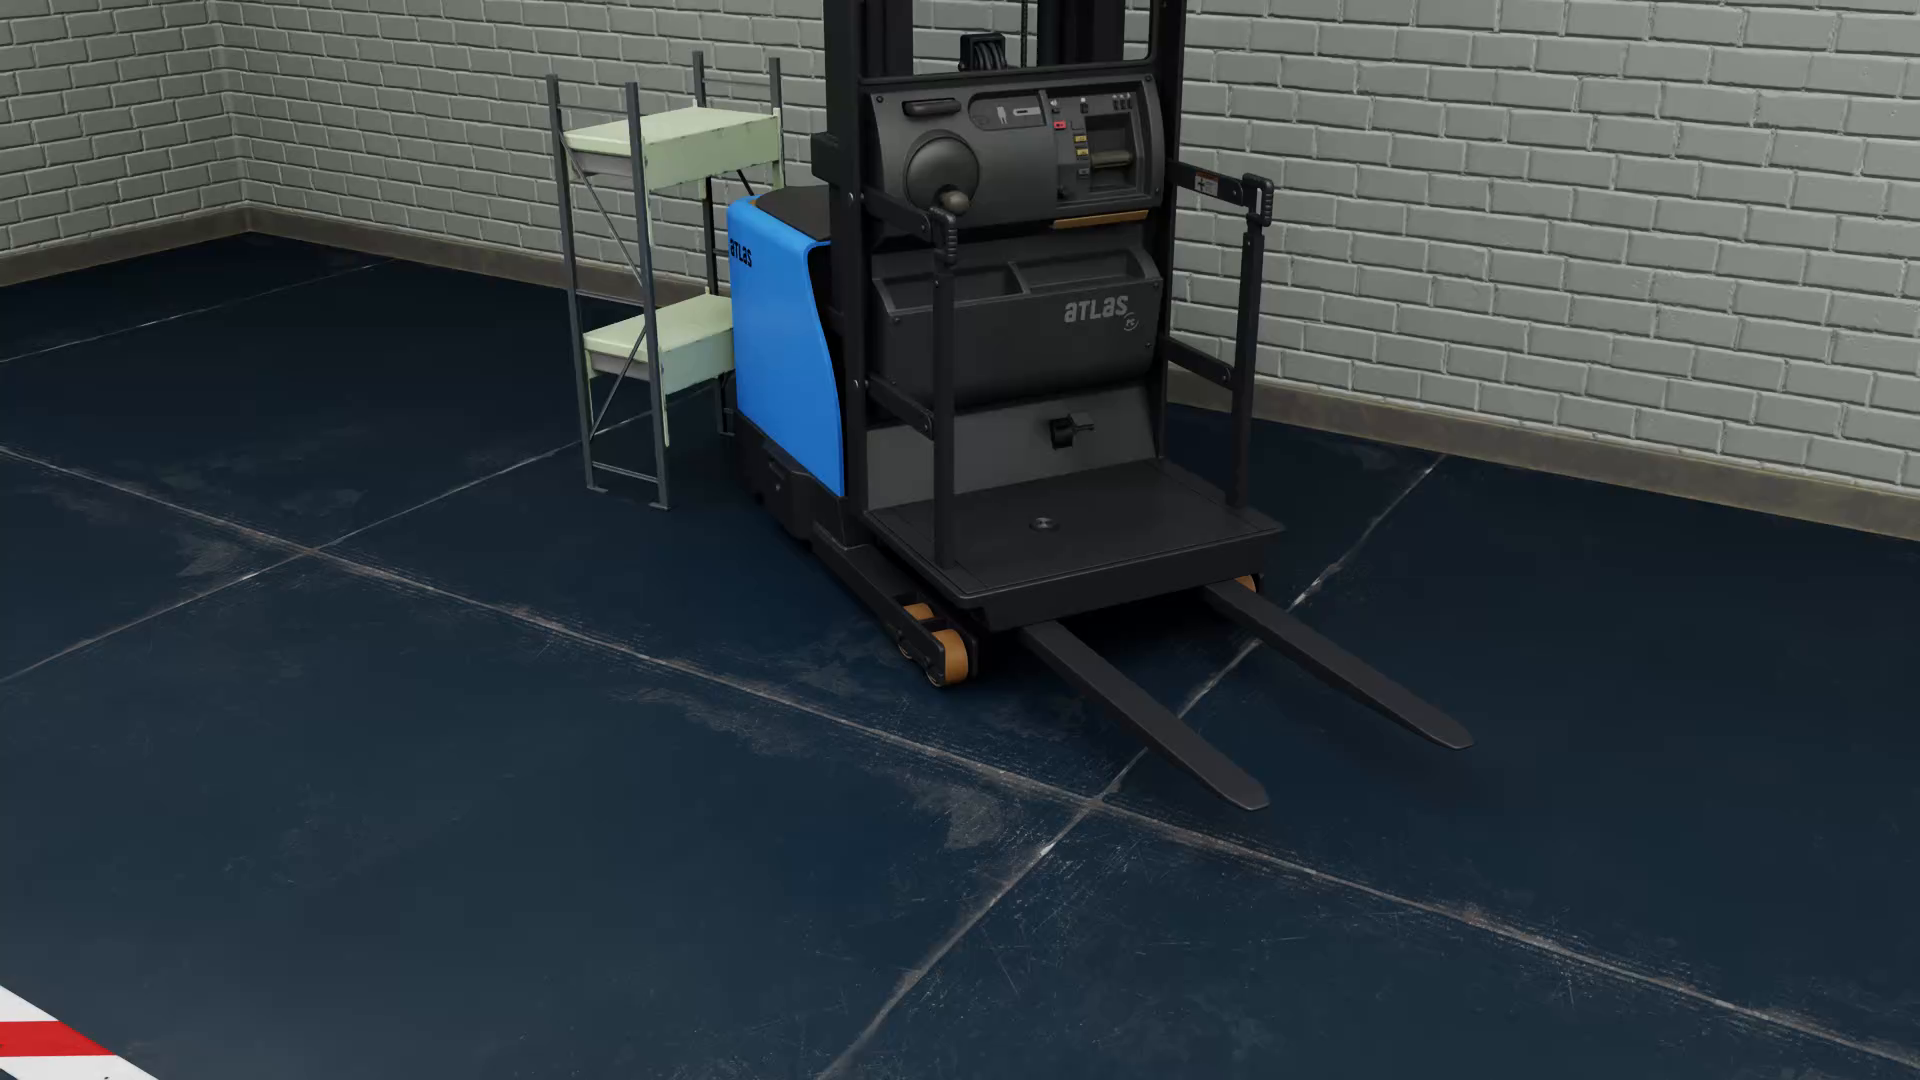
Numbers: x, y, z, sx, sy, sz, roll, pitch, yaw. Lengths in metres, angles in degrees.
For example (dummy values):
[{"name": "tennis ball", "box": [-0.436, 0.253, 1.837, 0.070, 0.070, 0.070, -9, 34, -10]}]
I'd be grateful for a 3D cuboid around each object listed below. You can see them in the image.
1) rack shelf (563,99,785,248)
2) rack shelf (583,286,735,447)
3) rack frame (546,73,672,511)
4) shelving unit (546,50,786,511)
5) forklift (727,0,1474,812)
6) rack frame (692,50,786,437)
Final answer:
[{"name": "rack shelf", "box": [-1.019, -1.320, 5.925, 0.431, 0.370, 0.720, 14, 27, 31]}, {"name": "rack shelf", "box": [-1.015, -0.661, 6.207, 0.431, 0.370, 0.720, 14, 27, 31]}, {"name": "rack frame", "box": [-1.218, -0.840, 5.798, 0.400, 1.500, 0.023, 14, 27, 31]}, {"name": "shelving unit", "box": [-1.017, -0.961, 6.078, 0.431, 1.500, 0.755, 14, 27, 31]}, {"name": "forklift", "box": [0.278, -1.124, 4.657, 1.130, 2.935, 3.031, -11, 26, -24]}, {"name": "rack frame", "box": [-0.815, -1.083, 6.359, 0.400, 1.500, 0.023, 14, 27, 31]}]
